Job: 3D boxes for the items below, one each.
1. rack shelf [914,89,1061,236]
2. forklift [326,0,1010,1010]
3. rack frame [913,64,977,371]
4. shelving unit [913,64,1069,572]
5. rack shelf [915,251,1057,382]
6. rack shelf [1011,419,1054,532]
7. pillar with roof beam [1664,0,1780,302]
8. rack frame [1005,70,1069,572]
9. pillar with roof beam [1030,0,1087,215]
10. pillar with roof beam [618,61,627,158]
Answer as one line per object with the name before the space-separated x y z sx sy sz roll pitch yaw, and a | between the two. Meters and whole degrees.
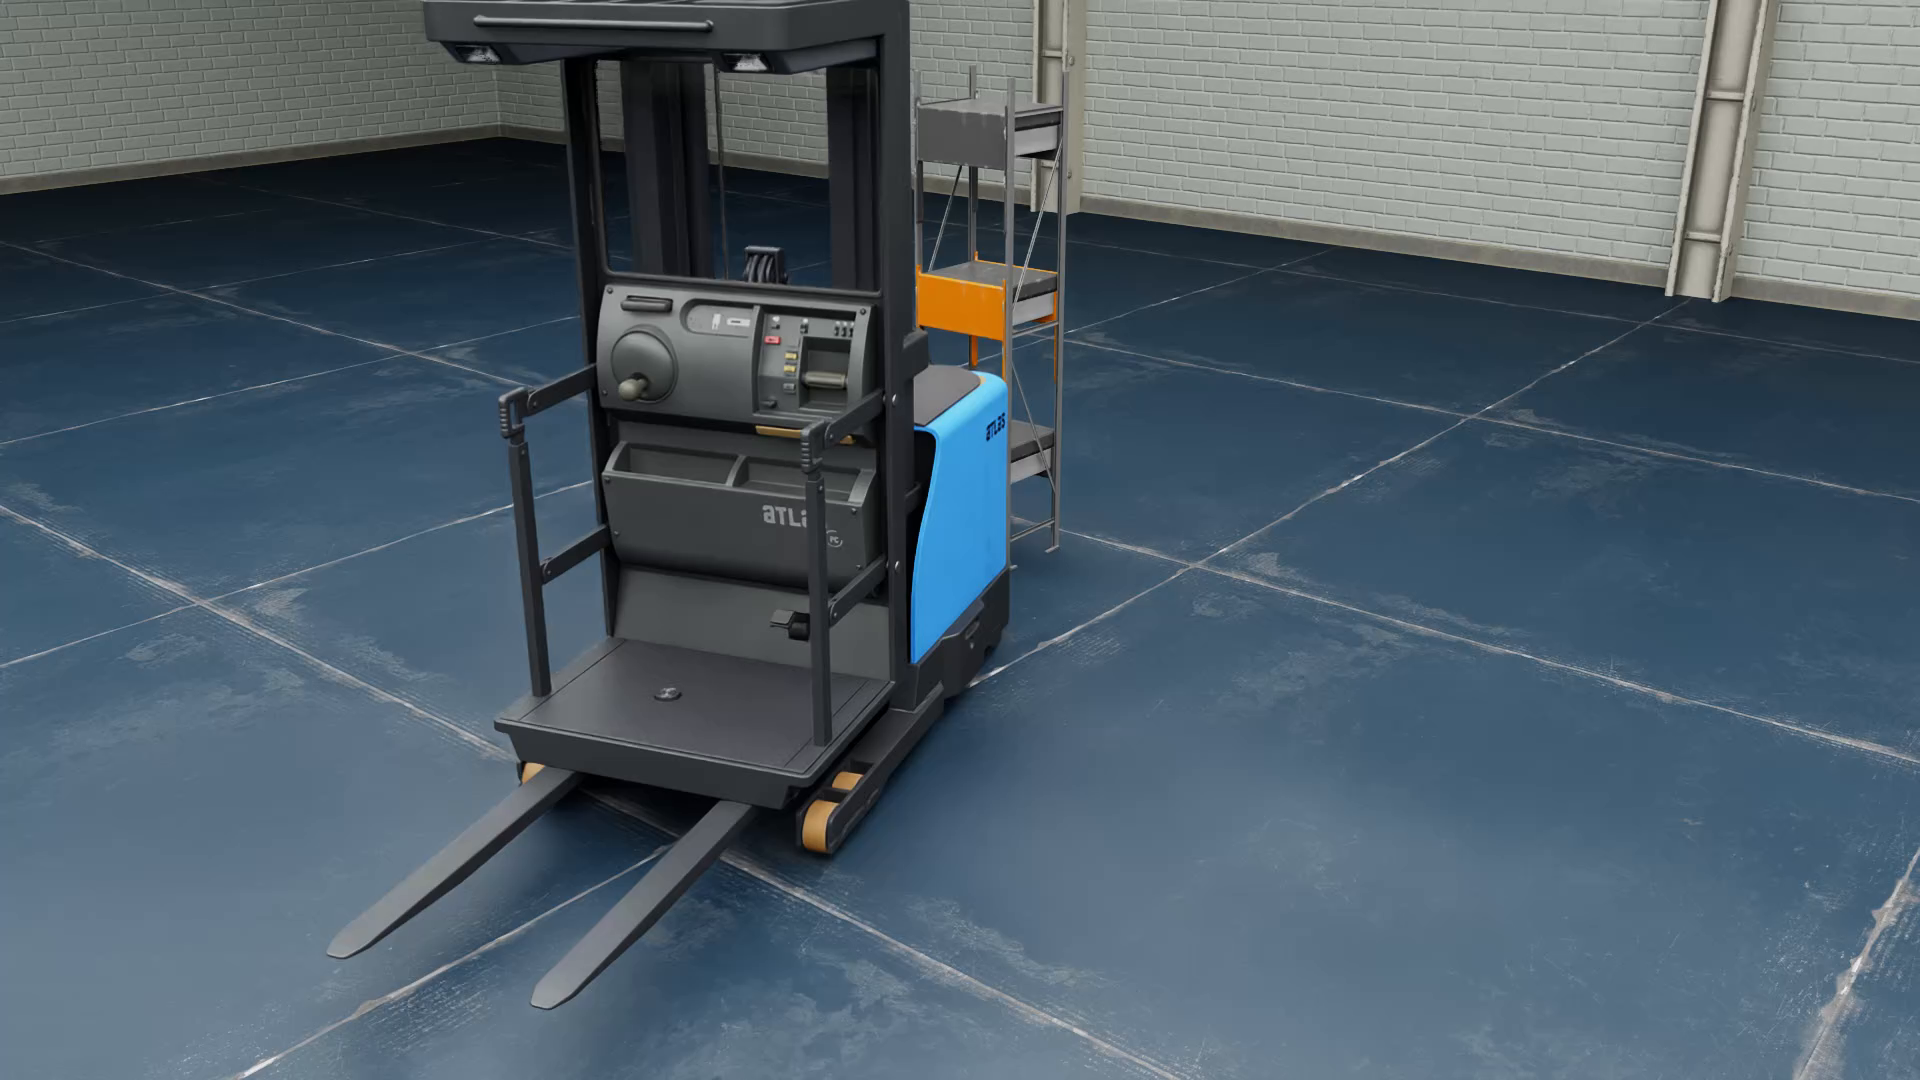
rack shelf | 0.128 -1.588 6.958 0.480 0.518 0.431 16 26 36
forklift | -0.787 -0.569 5.024 1.130 2.935 3.031 7 22 19
rack frame | -0.061 -1.000 7.344 0.015 2.100 0.400 16 26 36
shelving unit | 0.128 -0.946 7.200 0.503 2.100 0.431 16 26 36
rack shelf | 0.128 -0.933 7.205 0.480 0.518 0.431 16 26 36
rack shelf | 0.128 -0.278 7.452 0.480 0.518 0.431 16 26 36
pillar with roof beam | 2.856 -4.883 7.864 0.400 9.000 9.100 16 26 36
rack frame | 0.317 -0.891 7.055 0.015 2.100 0.400 16 26 36
pillar with roof beam | -1.792 -6.222 11.414 0.400 9.000 9.100 16 26 36
pillar with roof beam | -6.441 -7.560 14.963 0.400 9.000 9.100 16 26 36
